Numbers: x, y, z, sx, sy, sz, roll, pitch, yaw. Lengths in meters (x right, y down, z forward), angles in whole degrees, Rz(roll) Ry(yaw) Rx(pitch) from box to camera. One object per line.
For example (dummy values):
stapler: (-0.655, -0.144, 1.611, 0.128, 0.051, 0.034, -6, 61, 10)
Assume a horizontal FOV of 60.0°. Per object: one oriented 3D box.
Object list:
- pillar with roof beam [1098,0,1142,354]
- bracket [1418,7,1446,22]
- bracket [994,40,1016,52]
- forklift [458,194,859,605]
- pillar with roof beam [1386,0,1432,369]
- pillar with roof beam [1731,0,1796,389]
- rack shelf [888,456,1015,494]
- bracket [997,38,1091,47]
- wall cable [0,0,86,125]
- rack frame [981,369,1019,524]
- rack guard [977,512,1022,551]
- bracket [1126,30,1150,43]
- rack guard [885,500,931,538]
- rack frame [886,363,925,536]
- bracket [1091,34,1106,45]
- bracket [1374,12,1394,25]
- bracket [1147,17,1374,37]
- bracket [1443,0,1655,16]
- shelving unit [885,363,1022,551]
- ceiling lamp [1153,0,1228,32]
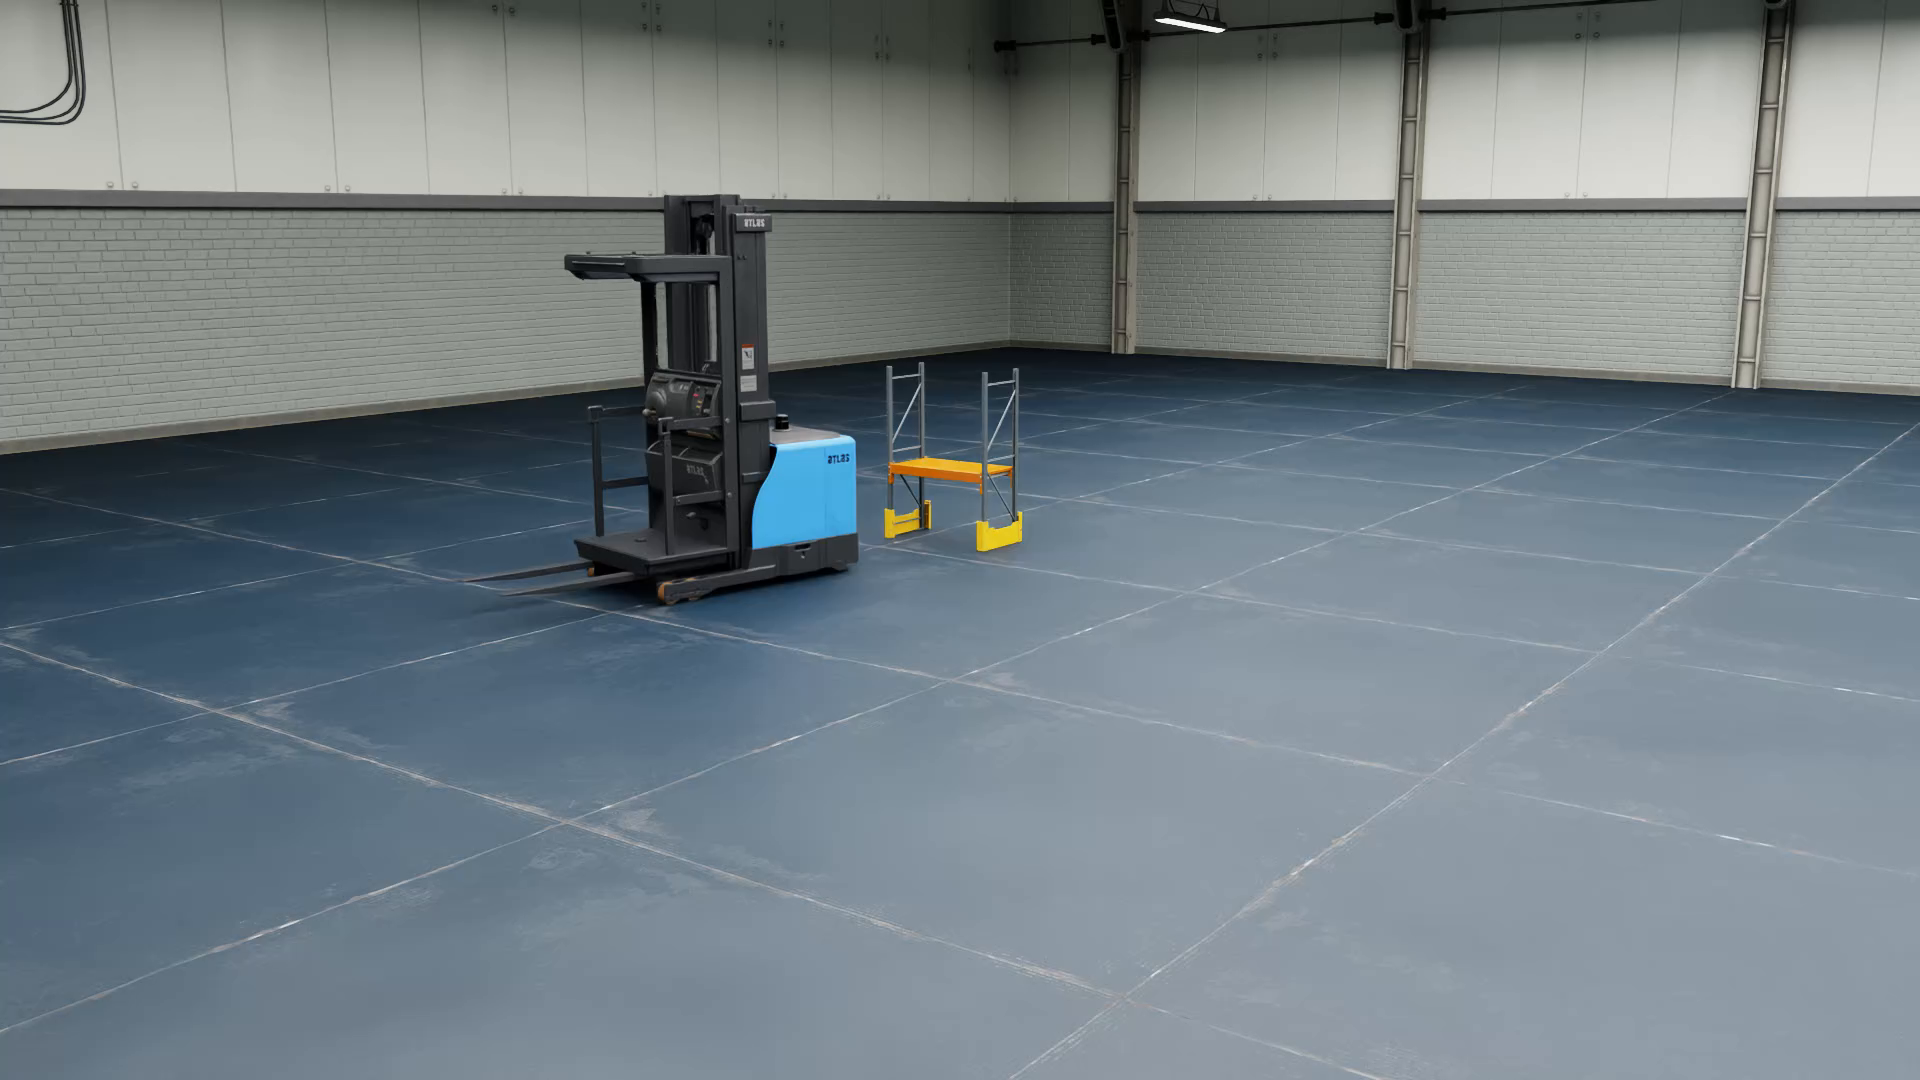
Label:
pillar with roof beam: (0.852, -7.650, 30.379, 0.548, 9.000, 9.100, 8, 13, 36)
bracket: (8.361, -9.300, 29.435, 0.430, 0.232, 0.235, 8, 13, 36)
bracket: (0.945, -10.335, 34.781, 0.430, 0.232, 0.235, 8, 13, 36)
forklift: (-2.241, -1.080, 12.397, 3.031, 2.935, 1.130, -10, 15, -41)
pillar with roof beam: (5.688, -6.975, 26.892, 0.548, 9.000, 9.100, 8, 13, 36)
pillar with roof beam: (10.524, -6.300, 23.405, 0.548, 9.000, 9.100, 8, 13, 36)
rack shelf: (-0.069, -0.569, 14.471, 1.000, 0.185, 0.538, 8, 13, 36)
bracket: (1.421, -10.268, 34.438, 3.189, 0.066, 0.076, 8, 13, 36)
wall cable: (-11.205, -7.141, 18.797, 0.169, 6.003, 2.305, 8, 13, 36)
rack frame: (0.341, -0.689, 14.141, 0.032, 1.500, 0.500, 8, 13, 36)
rack guard: (0.340, -0.075, 14.261, 0.087, 0.250, 0.587, 8, 13, 36)
bracket: (3.525, -9.975, 32.921, 0.430, 0.232, 0.235, 8, 13, 36)
rack guard: (-0.463, -0.187, 14.840, 0.087, 0.250, 0.587, 8, 13, 36)
rack frame: (-0.478, -0.803, 14.732, 0.032, 1.500, 0.500, 8, 13, 36)
bracket: (2.856, -10.068, 33.404, 0.430, 0.232, 0.235, 8, 13, 36)
bracket: (7.692, -9.394, 29.917, 0.430, 0.232, 0.235, 8, 13, 36)
bracket: (5.601, -9.685, 31.424, 4.783, 0.066, 0.076, 8, 13, 36)
bracket: (10.437, -9.011, 27.937, 4.783, 0.066, 0.076, 8, 13, 36)
shelving unit: (-0.061, -0.745, 14.432, 1.083, 1.500, 0.587, 8, 13, 36)
ceiling lamp: (3.579, -9.981, 27.060, 0.800, 3.185, 2.000, 8, 13, 36)
